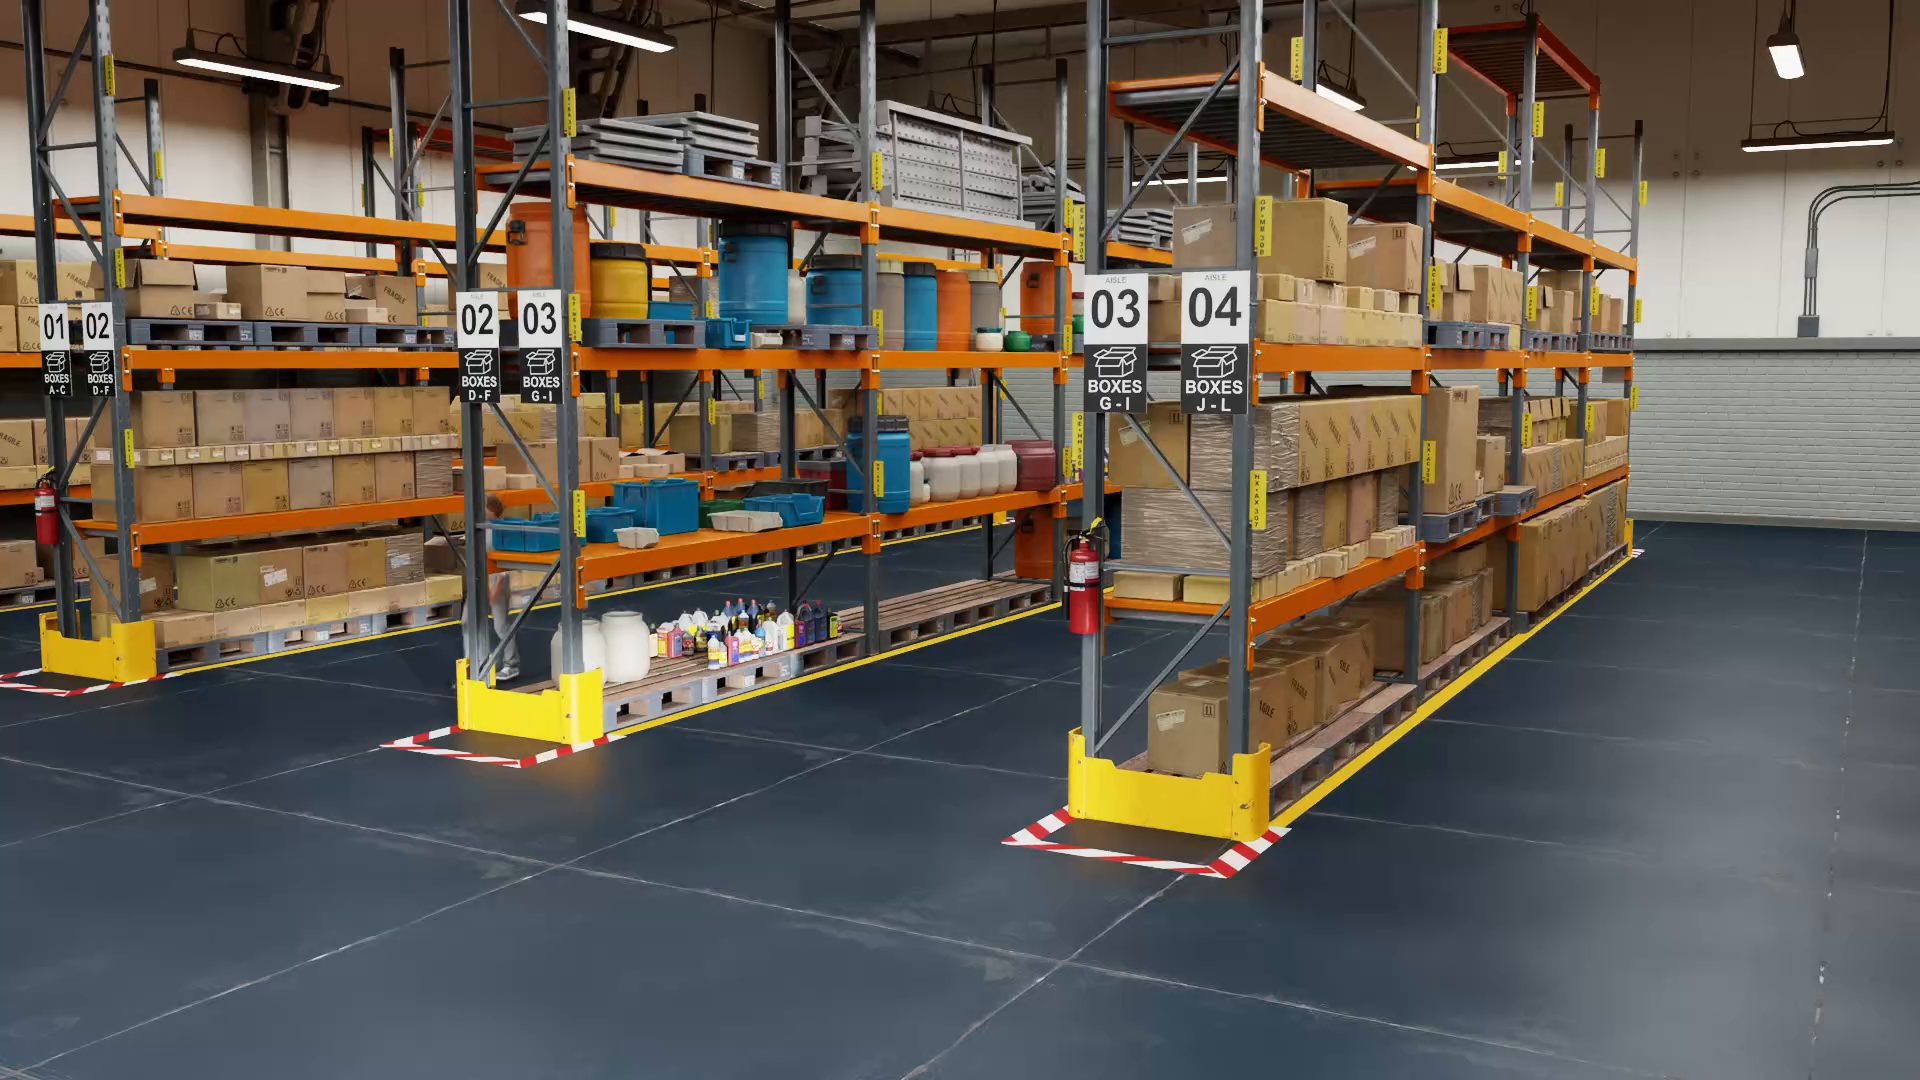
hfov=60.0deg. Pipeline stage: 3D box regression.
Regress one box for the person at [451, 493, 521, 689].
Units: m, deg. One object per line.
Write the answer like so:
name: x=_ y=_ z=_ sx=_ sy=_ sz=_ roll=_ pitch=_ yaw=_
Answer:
person: x=-3.956 y=0.434 z=13.910 sx=0.454 sy=1.640 sz=0.621 roll=3 pitch=7 yaw=28
